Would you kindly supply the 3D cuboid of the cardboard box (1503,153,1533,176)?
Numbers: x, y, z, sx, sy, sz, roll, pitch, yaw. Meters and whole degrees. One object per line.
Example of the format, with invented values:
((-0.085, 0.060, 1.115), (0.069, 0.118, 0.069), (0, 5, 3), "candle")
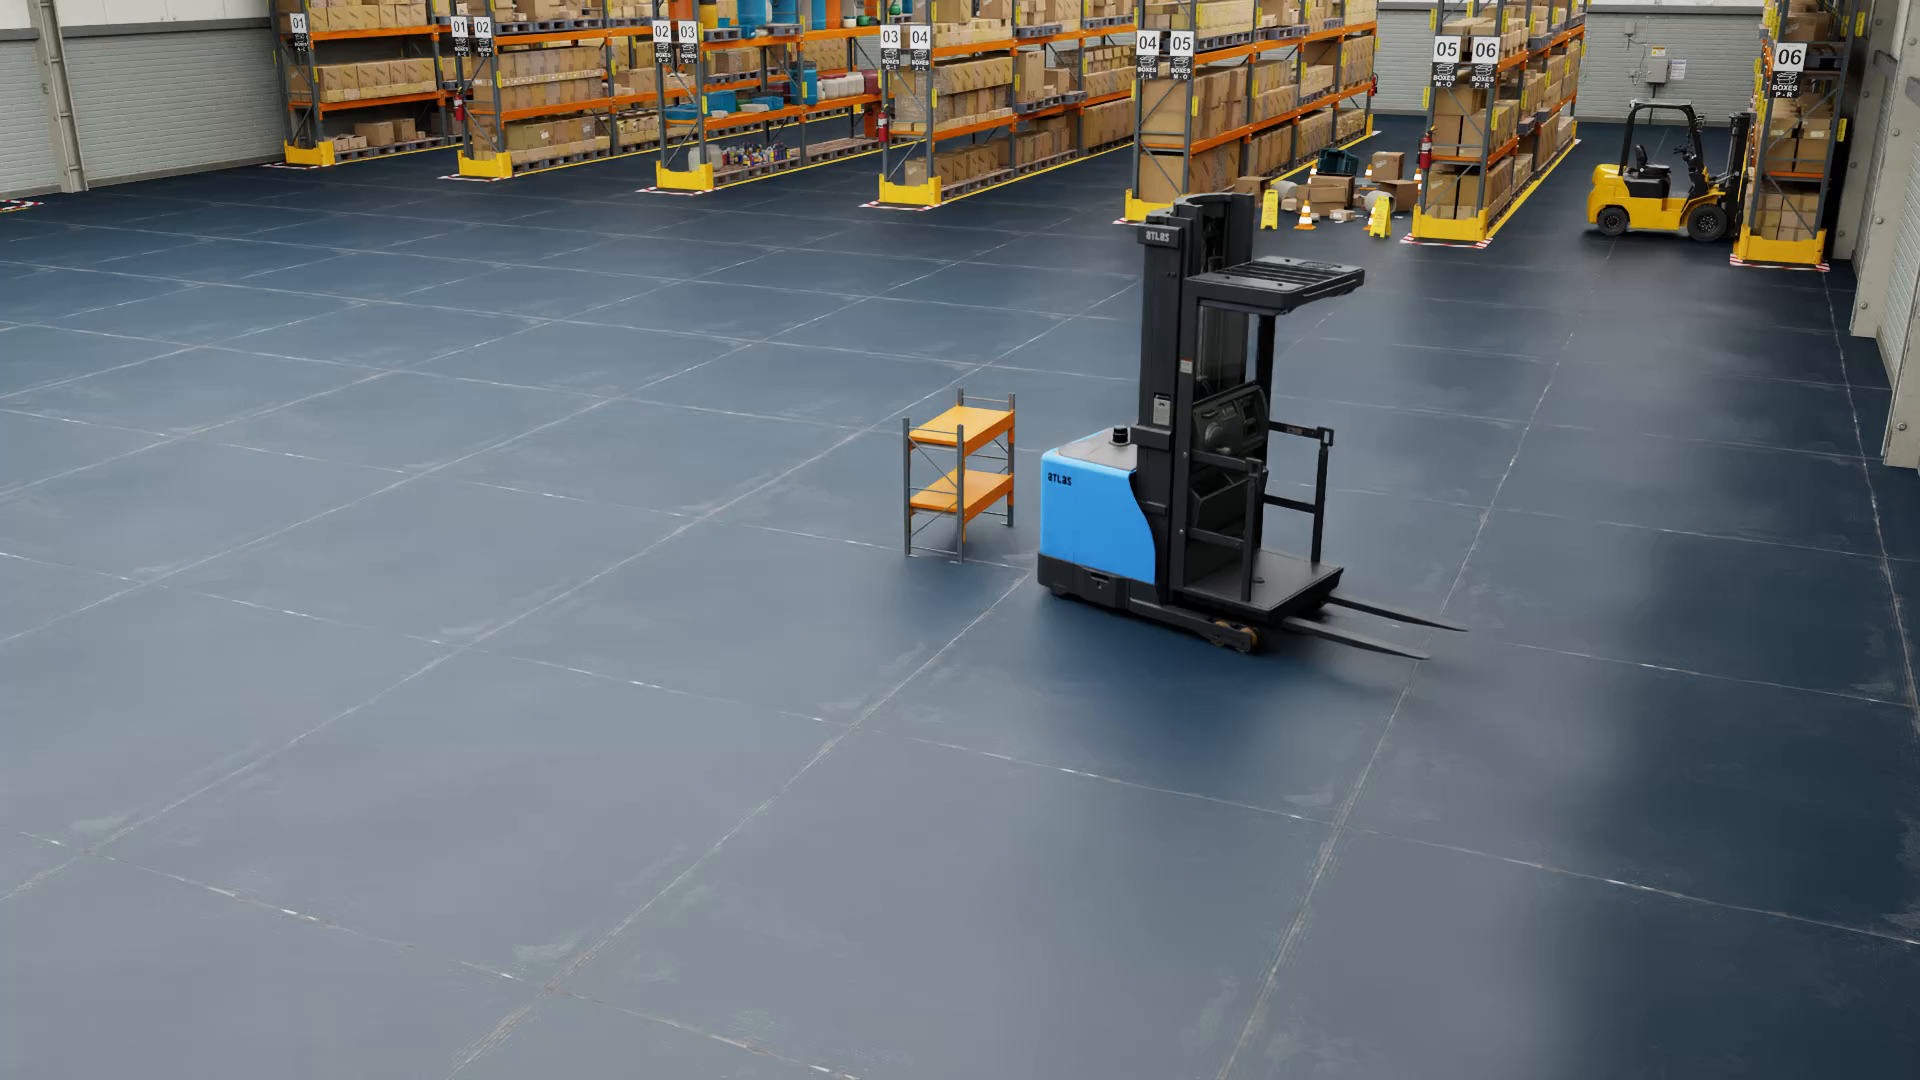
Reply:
((11.105, -7.642, 33.774), (0.950, 0.372, 0.625), (7, 21, 19), "cardboard box")

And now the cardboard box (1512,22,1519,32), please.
((9.229, -8.687, 28.128), (0.380, 0.149, 0.250), (9, 21, 23), "cardboard box")

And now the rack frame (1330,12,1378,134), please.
((10.064, -11.947, 42.586), (1.000, 3.000, 0.127), (9, 21, 23), "rack frame")

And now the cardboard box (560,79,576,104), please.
((-8.965, -9.946, 36.811), (0.700, 0.500, 0.500), (9, 21, 24), "cardboard box")

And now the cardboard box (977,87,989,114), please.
((0.076, -8.734, 32.957), (0.875, 0.500, 0.500), (9, 21, 23), "cardboard box")

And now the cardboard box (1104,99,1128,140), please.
((3.333, -10.161, 40.107), (1.225, 0.875, 0.875), (8, 21, 21), "cardboard box")

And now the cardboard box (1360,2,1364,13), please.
((9.470, -12.884, 40.222), (0.500, 0.250, 0.500), (8, 21, 20), "cardboard box")

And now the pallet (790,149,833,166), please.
((-3.566, -8.601, 37.340), (1.003, 0.211, 1.213), (9, 21, 23), "pallet")

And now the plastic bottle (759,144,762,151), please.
((-4.383, -8.554, 36.461), (0.097, 0.271, 0.097), (0, 20, 0), "plastic bottle")

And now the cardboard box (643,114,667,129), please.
((-7.345, -10.079, 39.974), (0.500, 0.311, 0.500), (9, 22, 24), "cardboard box")

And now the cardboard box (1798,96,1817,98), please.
((15.545, -8.079, 30.592), (0.380, 0.149, 0.250), (8, 21, 22), "cardboard box")

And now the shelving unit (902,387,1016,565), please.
((0.003, -0.532, 13.286), (0.538, 1.125, 1.048), (9, 21, 23), "shelving unit")

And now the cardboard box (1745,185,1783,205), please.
((12.707, -5.442, 26.278), (0.500, 0.250, 0.500), (9, 21, 24), "cardboard box")

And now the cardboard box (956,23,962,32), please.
((-0.183, -9.658, 31.300), (0.380, 0.149, 0.250), (8, 21, 23), "cardboard box")

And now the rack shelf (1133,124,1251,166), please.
((4.331, -7.328, 30.672), (1.077, 0.370, 4.000), (9, 21, 23), "rack shelf")

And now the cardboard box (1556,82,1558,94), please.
((12.620, -9.760, 35.913), (0.500, 0.250, 0.500), (9, 22, 24), "cardboard box")

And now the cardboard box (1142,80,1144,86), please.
((4.367, -11.362, 41.316), (0.380, 0.149, 0.250), (9, 21, 23), "cardboard box")

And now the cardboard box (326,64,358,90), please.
((-13.847, -10.353, 37.178), (0.500, 0.500, 0.500), (9, 21, 23), "cardboard box")

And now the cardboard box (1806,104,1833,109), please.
((14.100, -7.065, 27.298), (0.380, 0.149, 0.250), (8, 21, 22), "cardboard box")

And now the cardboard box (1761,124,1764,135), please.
((12.563, -6.307, 25.610), (0.380, 0.149, 0.250), (9, 21, 24), "cardboard box")

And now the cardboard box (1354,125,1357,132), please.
((9.703, -10.287, 41.546), (0.380, 0.149, 0.250), (8, 21, 20), "cardboard box")

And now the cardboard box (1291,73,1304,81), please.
((7.262, -10.059, 36.136), (0.380, 0.149, 0.250), (8, 21, 21), "cardboard box")

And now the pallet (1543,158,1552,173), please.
((12.238, -8.142, 36.047), (1.003, 0.211, 1.213), (9, 21, 23), "pallet")

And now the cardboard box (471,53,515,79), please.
((-9.783, -9.943, 34.866), (0.700, 0.500, 0.500), (9, 21, 23), "cardboard box")

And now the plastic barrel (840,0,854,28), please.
((-2.749, -12.321, 38.412), (0.600, 0.901, 0.600), (0, 20, 0), "plastic barrel")

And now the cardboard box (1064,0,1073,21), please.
((2.137, -11.571, 36.155), (0.500, 0.500, 0.500), (8, 21, 23), "cardboard box")

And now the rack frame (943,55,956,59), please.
((-0.576, -12.115, 43.059), (1.000, 3.000, 0.127), (9, 21, 23), "rack frame")

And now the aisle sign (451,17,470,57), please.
((-10.303, -10.373, 34.280), (0.394, 0.787, 0.004), (9, 21, 23), "aisle sign")

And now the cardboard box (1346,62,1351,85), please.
((9.055, -11.181, 39.838), (0.500, 0.500, 0.500), (9, 21, 23), "cardboard box")

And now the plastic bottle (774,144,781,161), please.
((-3.932, -8.334, 35.723), (0.144, 0.351, 0.185), (7, 21, 20), "plastic bottle")

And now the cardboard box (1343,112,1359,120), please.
((9.710, -10.560, 41.425), (0.380, 0.149, 0.250), (9, 22, 25), "cardboard box")

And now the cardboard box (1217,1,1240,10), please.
((4.877, -9.729, 30.281), (0.380, 0.149, 0.250), (9, 21, 23), "cardboard box")

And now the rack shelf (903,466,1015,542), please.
((0.003, -0.302, 13.368), (0.538, 0.278, 1.000), (9, 21, 23), "rack shelf")

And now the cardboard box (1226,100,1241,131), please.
((4.805, -8.064, 31.443), (0.875, 0.550, 0.550), (9, 21, 23), "cardboard box")

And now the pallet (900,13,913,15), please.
((-1.270, -12.840, 40.901), (1.003, 0.211, 1.213), (9, 21, 23), "pallet")

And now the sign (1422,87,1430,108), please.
((7.571, -7.184, 26.994), (0.100, 0.325, 0.005), (9, 21, 23), "sign")

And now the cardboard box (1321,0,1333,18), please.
((8.170, -12.282, 38.275), (0.700, 0.500, 0.500), (9, 21, 23), "cardboard box")

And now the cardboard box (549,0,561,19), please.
((-9.159, -11.590, 36.116), (0.797, 0.503, 0.637), (11, 22, 29), "cardboard box")

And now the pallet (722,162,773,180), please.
((-4.664, -7.782, 35.036), (1.003, 0.211, 1.213), (9, 21, 23), "pallet")

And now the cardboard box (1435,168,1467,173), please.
((8.370, -6.104, 28.514), (0.500, 0.500, 0.500), (9, 22, 25), "cardboard box")

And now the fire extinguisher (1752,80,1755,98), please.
((18.790, -10.515, 39.231), (0.296, 0.674, 0.183), (9, 21, 23), "fire extinguisher")

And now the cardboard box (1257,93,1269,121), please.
((5.817, -8.604, 33.037), (0.500, 0.500, 0.500), (9, 21, 23), "cardboard box")

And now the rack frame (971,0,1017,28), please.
((0.666, -11.817, 33.266), (1.000, 3.000, 0.127), (9, 21, 23), "rack frame")

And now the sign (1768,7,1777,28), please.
((13.738, -8.827, 28.095), (0.100, 0.325, 0.005), (9, 21, 23), "sign")

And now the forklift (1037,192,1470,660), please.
((2.036, -0.814, 11.384), (3.031, 2.935, 1.130), (15, 25, 37), "forklift")

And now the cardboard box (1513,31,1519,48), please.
((9.150, -8.475, 28.127), (0.500, 0.250, 0.500), (9, 21, 24), "cardboard box")

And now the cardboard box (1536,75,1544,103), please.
((11.211, -8.902, 32.803), (0.500, 0.500, 0.500), (8, 21, 22), "cardboard box")

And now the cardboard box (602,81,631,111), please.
((-9.762, -12.443, 46.562), (0.750, 0.750, 0.750), (9, 21, 23), "cardboard box")

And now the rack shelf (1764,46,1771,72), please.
((15.056, -8.636, 29.873), (1.077, 0.370, 4.000), (9, 21, 23), "rack shelf")

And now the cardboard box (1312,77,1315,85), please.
((7.695, -10.235, 37.077), (0.380, 0.149, 0.250), (8, 21, 22), "cardboard box")

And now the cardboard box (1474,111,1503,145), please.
((8.726, -6.860, 27.690), (0.500, 0.500, 0.500), (9, 22, 24), "cardboard box")
